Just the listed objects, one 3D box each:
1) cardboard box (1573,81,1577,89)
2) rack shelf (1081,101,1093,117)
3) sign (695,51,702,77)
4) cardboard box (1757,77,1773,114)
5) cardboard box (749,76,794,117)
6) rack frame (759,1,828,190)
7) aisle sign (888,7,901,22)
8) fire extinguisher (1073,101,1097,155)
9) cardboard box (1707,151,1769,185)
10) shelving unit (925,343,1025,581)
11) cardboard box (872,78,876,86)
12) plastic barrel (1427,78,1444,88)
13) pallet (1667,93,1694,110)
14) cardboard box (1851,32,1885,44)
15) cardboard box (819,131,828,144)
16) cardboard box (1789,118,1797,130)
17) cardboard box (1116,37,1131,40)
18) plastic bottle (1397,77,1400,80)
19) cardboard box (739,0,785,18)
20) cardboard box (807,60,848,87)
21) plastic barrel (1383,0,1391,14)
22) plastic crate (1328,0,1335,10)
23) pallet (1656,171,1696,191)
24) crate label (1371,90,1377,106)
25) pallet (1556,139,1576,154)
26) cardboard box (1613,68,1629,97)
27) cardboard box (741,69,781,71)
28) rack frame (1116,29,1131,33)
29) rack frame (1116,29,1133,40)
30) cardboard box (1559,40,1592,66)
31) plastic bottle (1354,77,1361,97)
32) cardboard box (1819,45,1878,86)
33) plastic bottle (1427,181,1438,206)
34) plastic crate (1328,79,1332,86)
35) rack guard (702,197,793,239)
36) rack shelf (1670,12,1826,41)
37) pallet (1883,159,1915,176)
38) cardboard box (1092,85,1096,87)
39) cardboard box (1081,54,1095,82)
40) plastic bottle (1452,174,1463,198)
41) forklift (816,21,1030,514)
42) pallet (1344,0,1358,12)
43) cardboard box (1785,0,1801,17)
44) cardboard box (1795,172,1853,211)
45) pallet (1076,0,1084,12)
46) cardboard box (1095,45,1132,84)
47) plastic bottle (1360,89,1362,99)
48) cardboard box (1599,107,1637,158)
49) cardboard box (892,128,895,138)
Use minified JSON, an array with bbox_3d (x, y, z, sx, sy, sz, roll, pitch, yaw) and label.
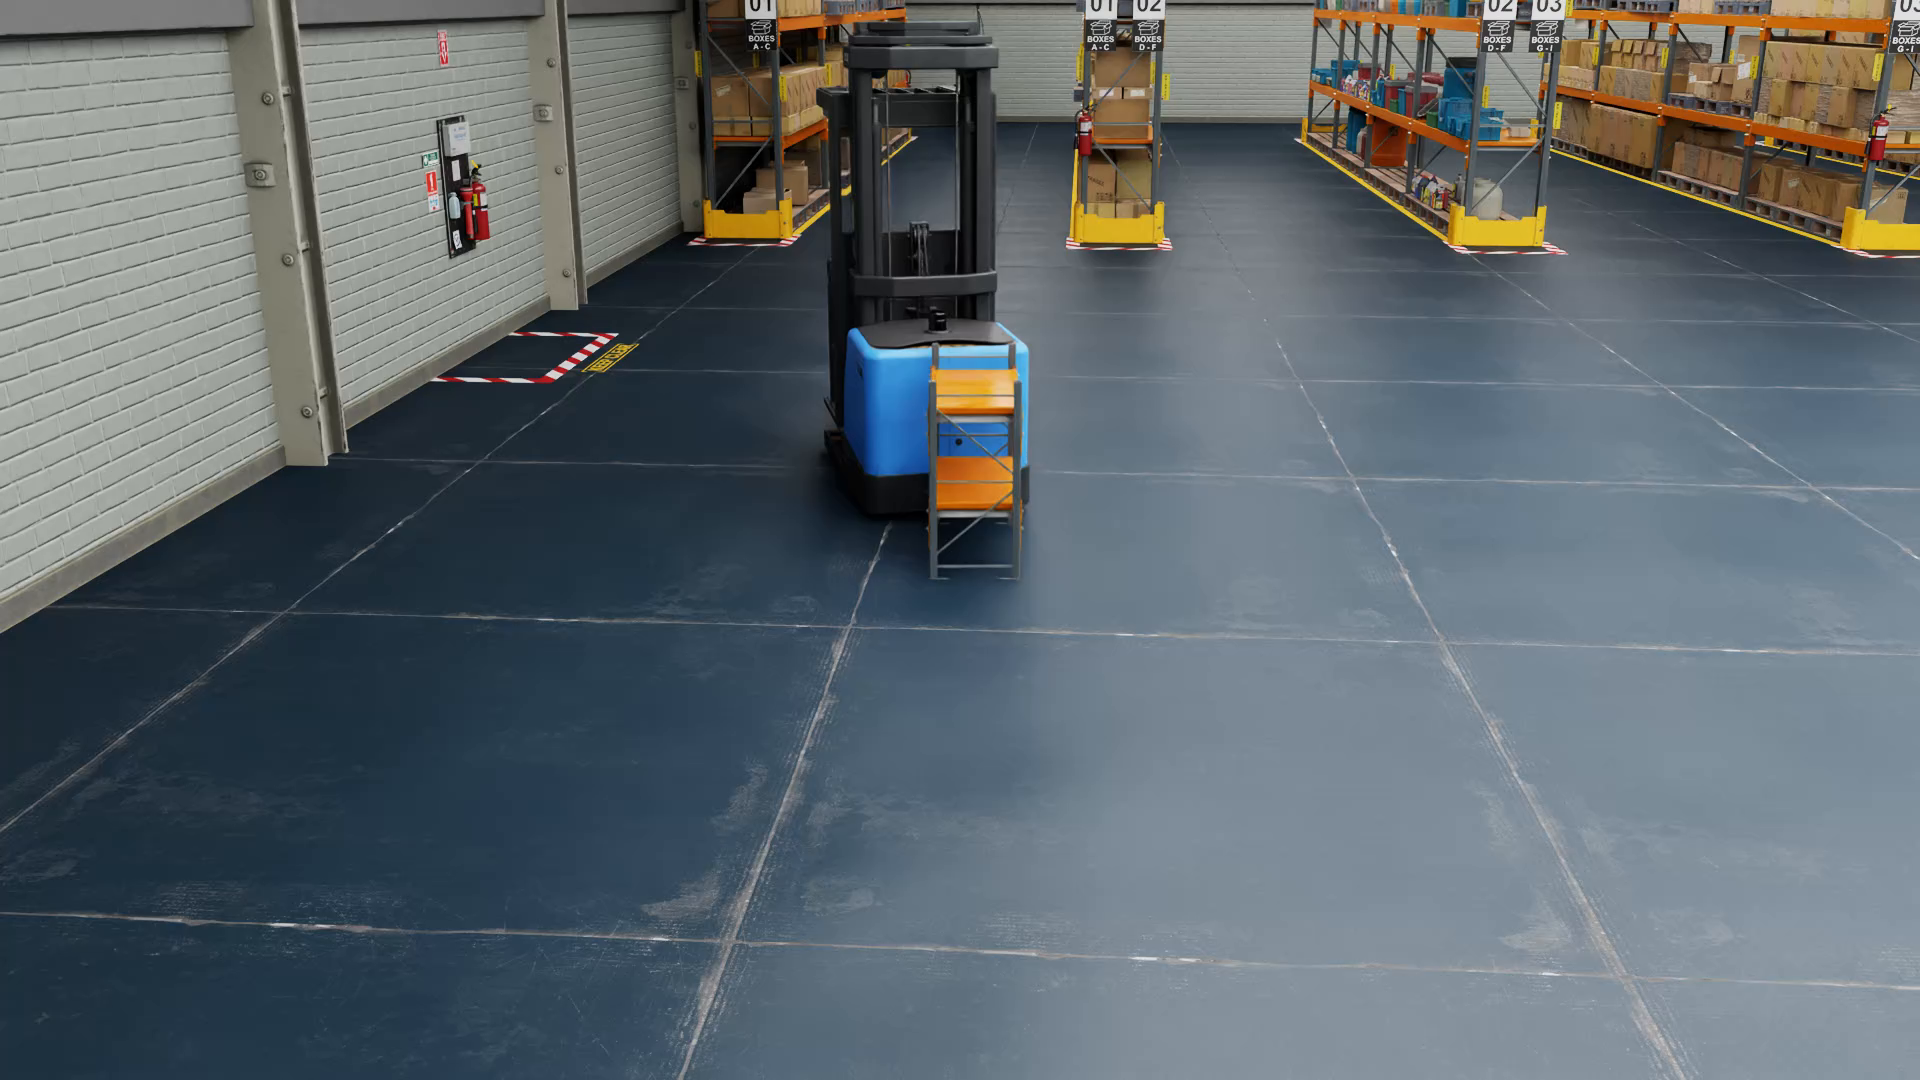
[{"bbox_3d":[12.597,-9.190,33.555,0.380,0.149,0.250,2,18,5],"label":"cardboard box"},{"bbox_3d":[2.518,-6.904,27.332,1.077,0.370,4.000,1,18,4],"label":"rack shelf"},{"bbox_3d":[-3.405,-6.211,21.694,0.100,0.325,0.005,1,18,4],"label":"sign"},{"bbox_3d":[12.161,-6.453,24.162,0.875,0.500,0.500,1,18,4],"label":"cardboard box"},{"bbox_3d":[-2.519,-5.928,22.203,0.500,0.500,0.500,1,18,4],"label":"cardboard box"},{"bbox_3d":[-2.566,-6.734,25.658,1.000,3.000,0.127,1,18,4],"label":"rack frame"},{"bbox_3d":[-1.402,-11.712,36.675,0.394,0.787,0.004,1,18,4],"label":"aisle sign"},{"bbox_3d":[1.616,-5.320,21.465,0.296,0.674,0.183,1,18,4],"label":"fire extinguisher"},{"bbox_3d":[12.413,-5.936,26.528,0.700,0.500,0.500,0,18,-1],"label":"cardboard box"},{"bbox_3d":[0.082,-0.472,9.558,0.538,1.125,1.048,0,18,0],"label":"shelving unit"},{"bbox_3d":[-1.877,-8.799,31.288,0.500,0.500,0.500,2,18,5],"label":"cardboard box"},{"bbox_3d":[7.655,-7.098,26.550,0.433,0.535,0.433,0,18,0],"label":"plastic barrel"},{"bbox_3d":[12.597,-7.330,27.785,1.213,0.211,1.003,1,18,4],"label":"pallet"},{"bbox_3d":[17.533,-9.561,32.041,0.500,0.500,0.500,1,18,2],"label":"cardboard box"},{"bbox_3d":[-2.469,-6.640,27.472,0.500,0.250,0.500,1,18,2],"label":"cardboard box"},{"bbox_3d":[11.875,-5.835,23.315,0.380,0.149,0.250,1,18,4],"label":"cardboard box"},{"bbox_3d":[3.263,-9.772,33.163,0.500,0.500,0.500,2,18,5],"label":"cardboard box"},{"bbox_3d":[8.070,-8.340,30.636,0.144,0.351,0.185,1,18,4],"label":"plastic bottle"},{"bbox_3d":[-2.580,-7.073,21.681,0.500,0.500,0.500,2,18,5],"label":"cardboard box"},{"bbox_3d":[-2.303,-8.087,28.919,0.700,0.500,0.500,-1,18,-3],"label":"cardboard box"},{"bbox_3d":[7.327,-9.169,27.466,0.600,0.901,0.600,0,18,0],"label":"plastic barrel"},{"bbox_3d":[7.709,-10.928,33.829,0.437,0.282,0.530,1,18,4],"label":"plastic crate"},{"bbox_3d":[12.485,-6.077,28.131,1.003,0.211,1.213,1,18,4],"label":"pallet"},{"bbox_3d":[7.198,-7.554,28.427,0.303,0.233,0.416,1,18,4],"label":"crate label"},{"bbox_3d":[13.046,-8.177,34.538,1.003,0.211,1.213,1,18,4],"label":"pallet"},{"bbox_3d":[12.475,-8.486,30.843,0.500,0.500,0.500,1,18,3],"label":"cardboard box"},{"bbox_3d":[-2.890,-6.573,24.169,0.500,0.500,0.500,2,18,5],"label":"cardboard box"},{"bbox_3d":[3.235,-10.352,36.699,1.000,3.000,0.127,1,18,4],"label":"rack frame"},{"bbox_3d":[2.948,-9.110,32.907,1.000,3.000,0.127,1,18,4],"label":"rack frame"},{"bbox_3d":[12.745,-10.097,34.478,0.500,0.500,0.500,1,18,2],"label":"cardboard box"},{"bbox_3d":[7.363,-8.370,30.728,0.144,0.351,0.185,1,18,4],"label":"plastic bottle"},{"bbox_3d":[11.830,-6.311,22.123,0.500,0.500,0.500,1,18,4],"label":"cardboard box"},{"bbox_3d":[6.786,-4.974,23.832,0.144,0.351,0.185,2,18,6],"label":"plastic bottle"},{"bbox_3d":[7.701,-9.249,33.679,0.437,0.125,0.590,1,18,4],"label":"plastic crate"},{"bbox_3d":[-2.848,-4.328,22.328,1.175,0.500,0.348,1,18,4],"label":"rack guard"},{"bbox_3d":[12.399,-8.107,26.187,1.077,0.370,4.000,1,18,4],"label":"rack shelf"},{"bbox_3d":[17.630,-6.798,30.332,1.003,0.211,1.213,1,18,4],"label":"pallet"},{"bbox_3d":[1.943,-5.943,22.040,0.380,0.149,0.250,2,18,5],"label":"cardboard box"},{"bbox_3d":[2.705,-9.000,31.736,0.700,0.500,0.500,4,19,13],"label":"cardboard box"},{"bbox_3d":[7.413,-5.260,24.707,0.144,0.351,0.185,1,18,4],"label":"plastic bottle"},{"bbox_3d":[-0.355,-1.973,11.238,1.130,2.935,3.031,-4,18,-11],"label":"forklift"},{"bbox_3d":[7.930,-10.088,31.379,1.213,0.211,1.003,1,18,4],"label":"pallet"},{"bbox_3d":[11.935,-7.458,23.291,0.500,0.250,0.500,1,18,3],"label":"cardboard box"},{"bbox_3d":[12.187,-4.919,23.456,0.500,0.500,0.500,0,18,-1],"label":"cardboard box"},{"bbox_3d":[2.760,-9.923,30.873,1.213,0.211,1.003,1,18,4],"label":"pallet"},{"bbox_3d":[2.170,-6.371,22.306,0.700,0.500,0.500,1,18,2],"label":"cardboard box"},{"bbox_3d":[7.290,-8.085,30.099,0.097,0.201,0.097,0,18,0],"label":"plastic bottle"},{"bbox_3d":[12.740,-7.601,31.039,1.225,0.875,0.875,1,18,2],"label":"cardboard box"},{"bbox_3d":[-1.759,-8.776,35.229,0.700,0.500,0.500,2,18,5],"label":"cardboard box"}]
